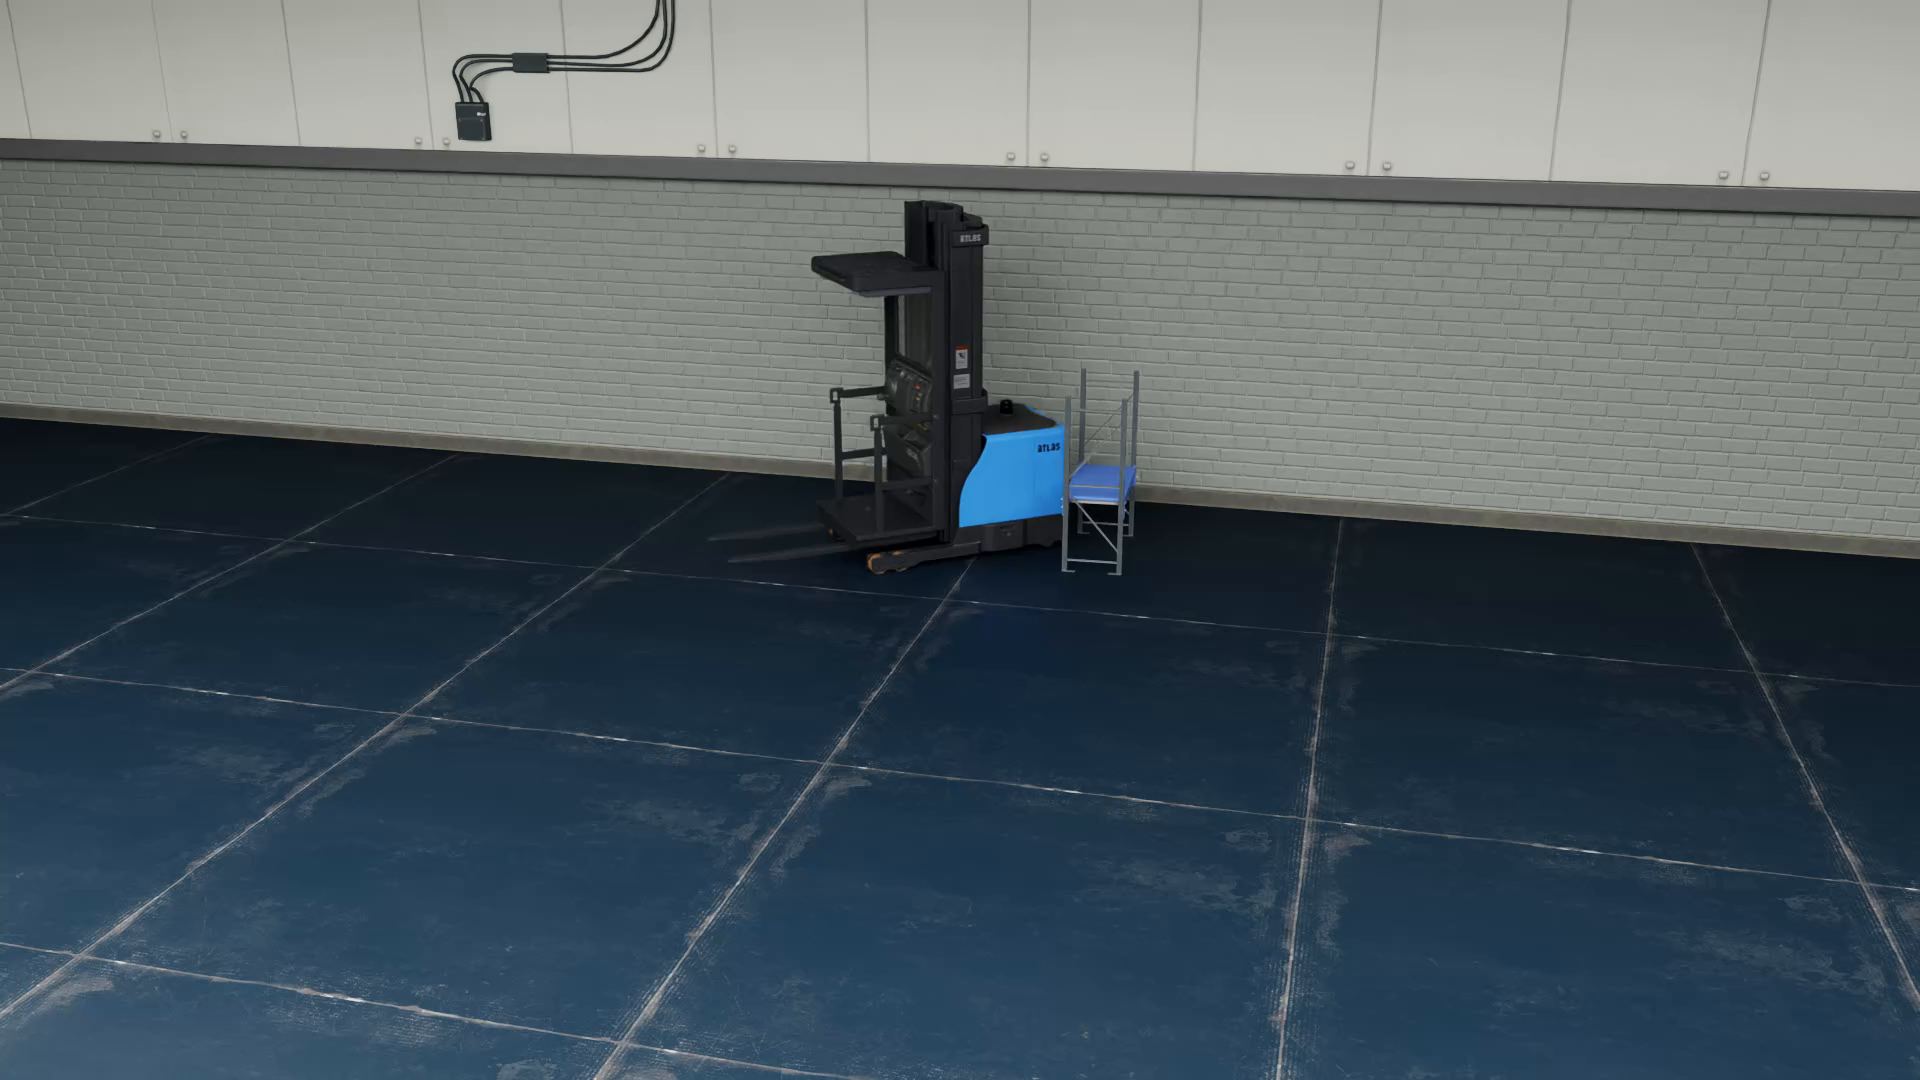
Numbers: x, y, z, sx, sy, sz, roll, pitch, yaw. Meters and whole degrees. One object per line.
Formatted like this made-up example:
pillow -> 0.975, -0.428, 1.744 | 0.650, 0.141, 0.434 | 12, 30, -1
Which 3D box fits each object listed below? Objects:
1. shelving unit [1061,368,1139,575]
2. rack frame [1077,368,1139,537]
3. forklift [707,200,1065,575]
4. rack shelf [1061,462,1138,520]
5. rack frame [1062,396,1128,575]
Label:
shelving unit -> 1.197, -0.597, 14.115 | 0.538, 1.500, 1.048 | 4, 19, 11
rack frame -> 1.295, -0.758, 14.587 | 0.500, 1.500, 0.032 | 4, 19, 11
forklift -> -0.622, -1.292, 13.937 | 3.031, 2.935, 1.130 | -8, 20, -22
rack shelf -> 1.197, -0.427, 14.173 | 0.538, 0.185, 1.000 | 4, 19, 11
rack frame -> 1.099, -0.436, 13.643 | 0.500, 1.500, 0.032 | 4, 19, 11
